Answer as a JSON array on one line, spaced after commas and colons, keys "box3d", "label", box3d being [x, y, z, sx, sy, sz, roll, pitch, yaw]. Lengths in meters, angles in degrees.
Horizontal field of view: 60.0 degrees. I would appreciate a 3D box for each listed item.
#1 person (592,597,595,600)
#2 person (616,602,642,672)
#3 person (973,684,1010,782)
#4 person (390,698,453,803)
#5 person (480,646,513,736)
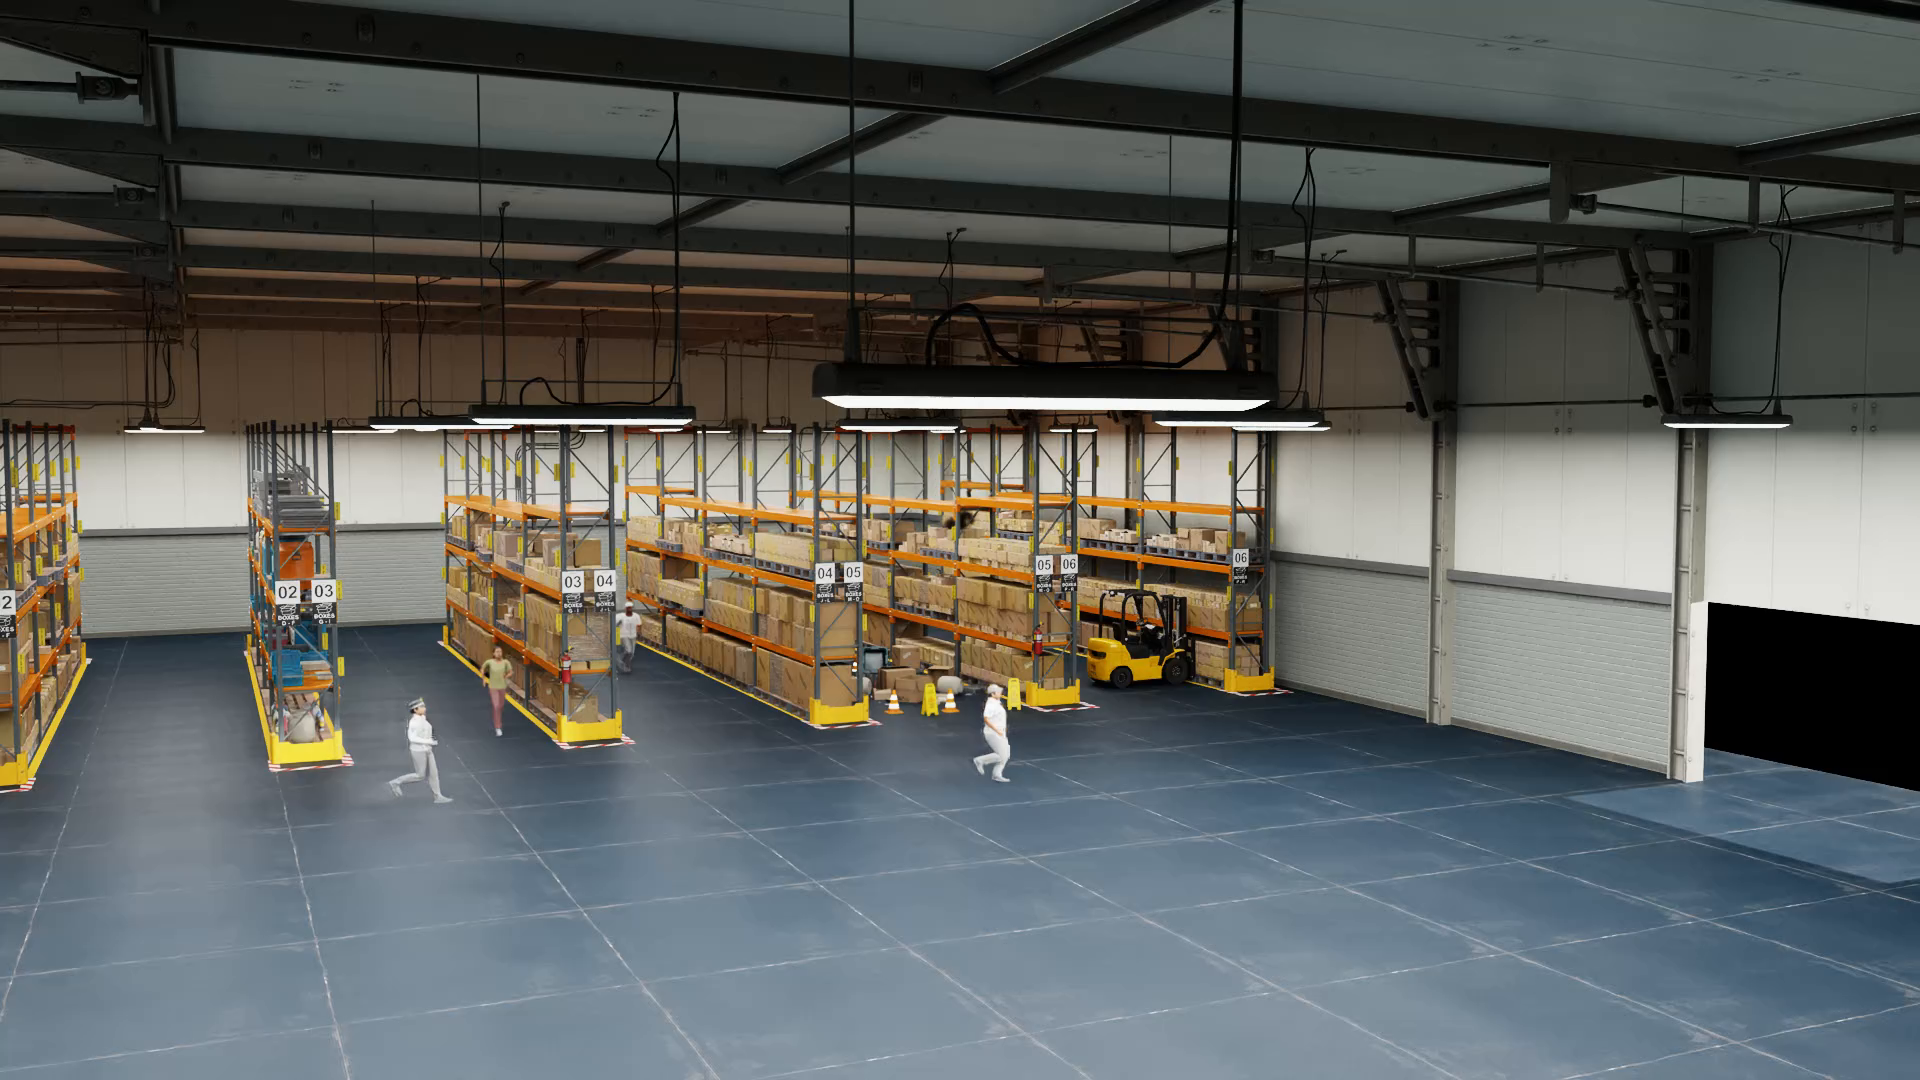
[{"box3d": [-9.759, 2.076, 45.069, 0.693, 1.742, 1.032, -2, 4, -31], "label": "person"}, {"box3d": [-7.988, 2.339, 40.089, 0.680, 1.716, 0.720, -3, 4, -35], "label": "person"}, {"box3d": [0.527, 3.202, 27.559, 0.587, 1.630, 0.615, 0, 4, 7], "label": "person"}, {"box3d": [-8.354, 3.271, 25.811, 0.949, 1.652, 0.630, 0, 4, 0], "label": "person"}, {"box3d": [-8.876, 2.865, 31.966, 0.578, 1.680, 0.882, -2, 4, -30], "label": "person"}]
